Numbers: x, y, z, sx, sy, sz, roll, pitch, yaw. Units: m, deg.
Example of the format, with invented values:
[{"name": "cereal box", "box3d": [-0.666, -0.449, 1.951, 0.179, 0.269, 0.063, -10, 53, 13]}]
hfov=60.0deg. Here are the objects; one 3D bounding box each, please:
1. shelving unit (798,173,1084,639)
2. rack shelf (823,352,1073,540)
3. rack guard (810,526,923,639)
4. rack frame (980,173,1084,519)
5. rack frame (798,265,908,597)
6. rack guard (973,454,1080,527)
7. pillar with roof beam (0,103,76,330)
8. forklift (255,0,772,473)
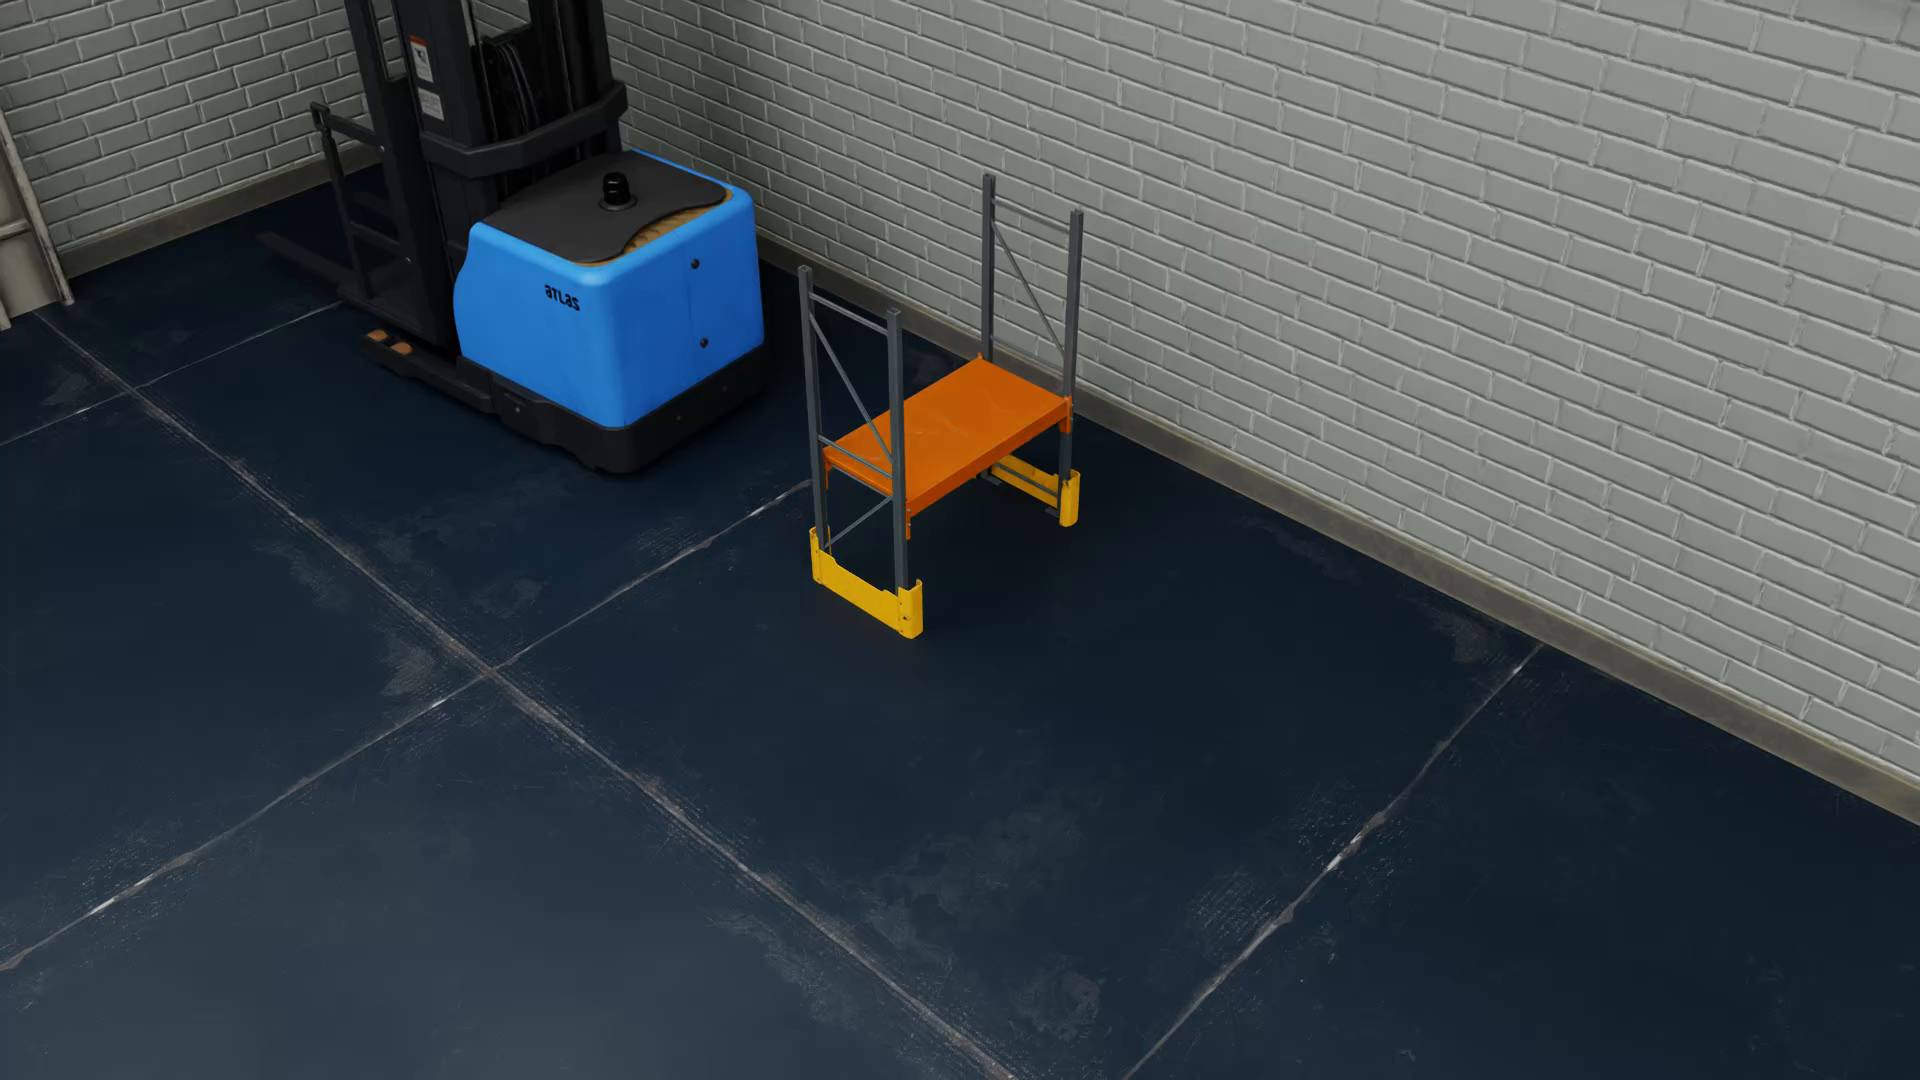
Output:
[{"name": "shelving unit", "box3d": [-0.051, -0.552, 6.739, 0.587, 1.500, 1.083, 30, 47, 32]}, {"name": "rack shelf", "box3d": [-0.058, -0.407, 6.846, 0.538, 0.185, 1.000, 30, 47, 32]}, {"name": "rack guard", "box3d": [-0.387, 0.166, 6.840, 0.587, 0.250, 0.087, 30, 47, 32]}, {"name": "rack frame", "box3d": [0.285, -0.781, 7.028, 0.500, 1.500, 0.032, 30, 47, 32]}, {"name": "rack frame", "box3d": [-0.401, -0.314, 6.440, 0.500, 1.500, 0.032, 30, 47, 32]}, {"name": "rack guard", "box3d": [0.285, -0.292, 7.416, 0.587, 0.250, 0.087, 30, 47, 32]}, {"name": "pillar with roof beam", "box3d": [-1.768, -2.953, 3.734, 9.100, 9.000, 0.400, 30, 47, 32]}, {"name": "forklift", "box3d": [-2.395, -2.198, 7.659, 3.031, 2.935, 1.130, 26, 45, 29]}]
